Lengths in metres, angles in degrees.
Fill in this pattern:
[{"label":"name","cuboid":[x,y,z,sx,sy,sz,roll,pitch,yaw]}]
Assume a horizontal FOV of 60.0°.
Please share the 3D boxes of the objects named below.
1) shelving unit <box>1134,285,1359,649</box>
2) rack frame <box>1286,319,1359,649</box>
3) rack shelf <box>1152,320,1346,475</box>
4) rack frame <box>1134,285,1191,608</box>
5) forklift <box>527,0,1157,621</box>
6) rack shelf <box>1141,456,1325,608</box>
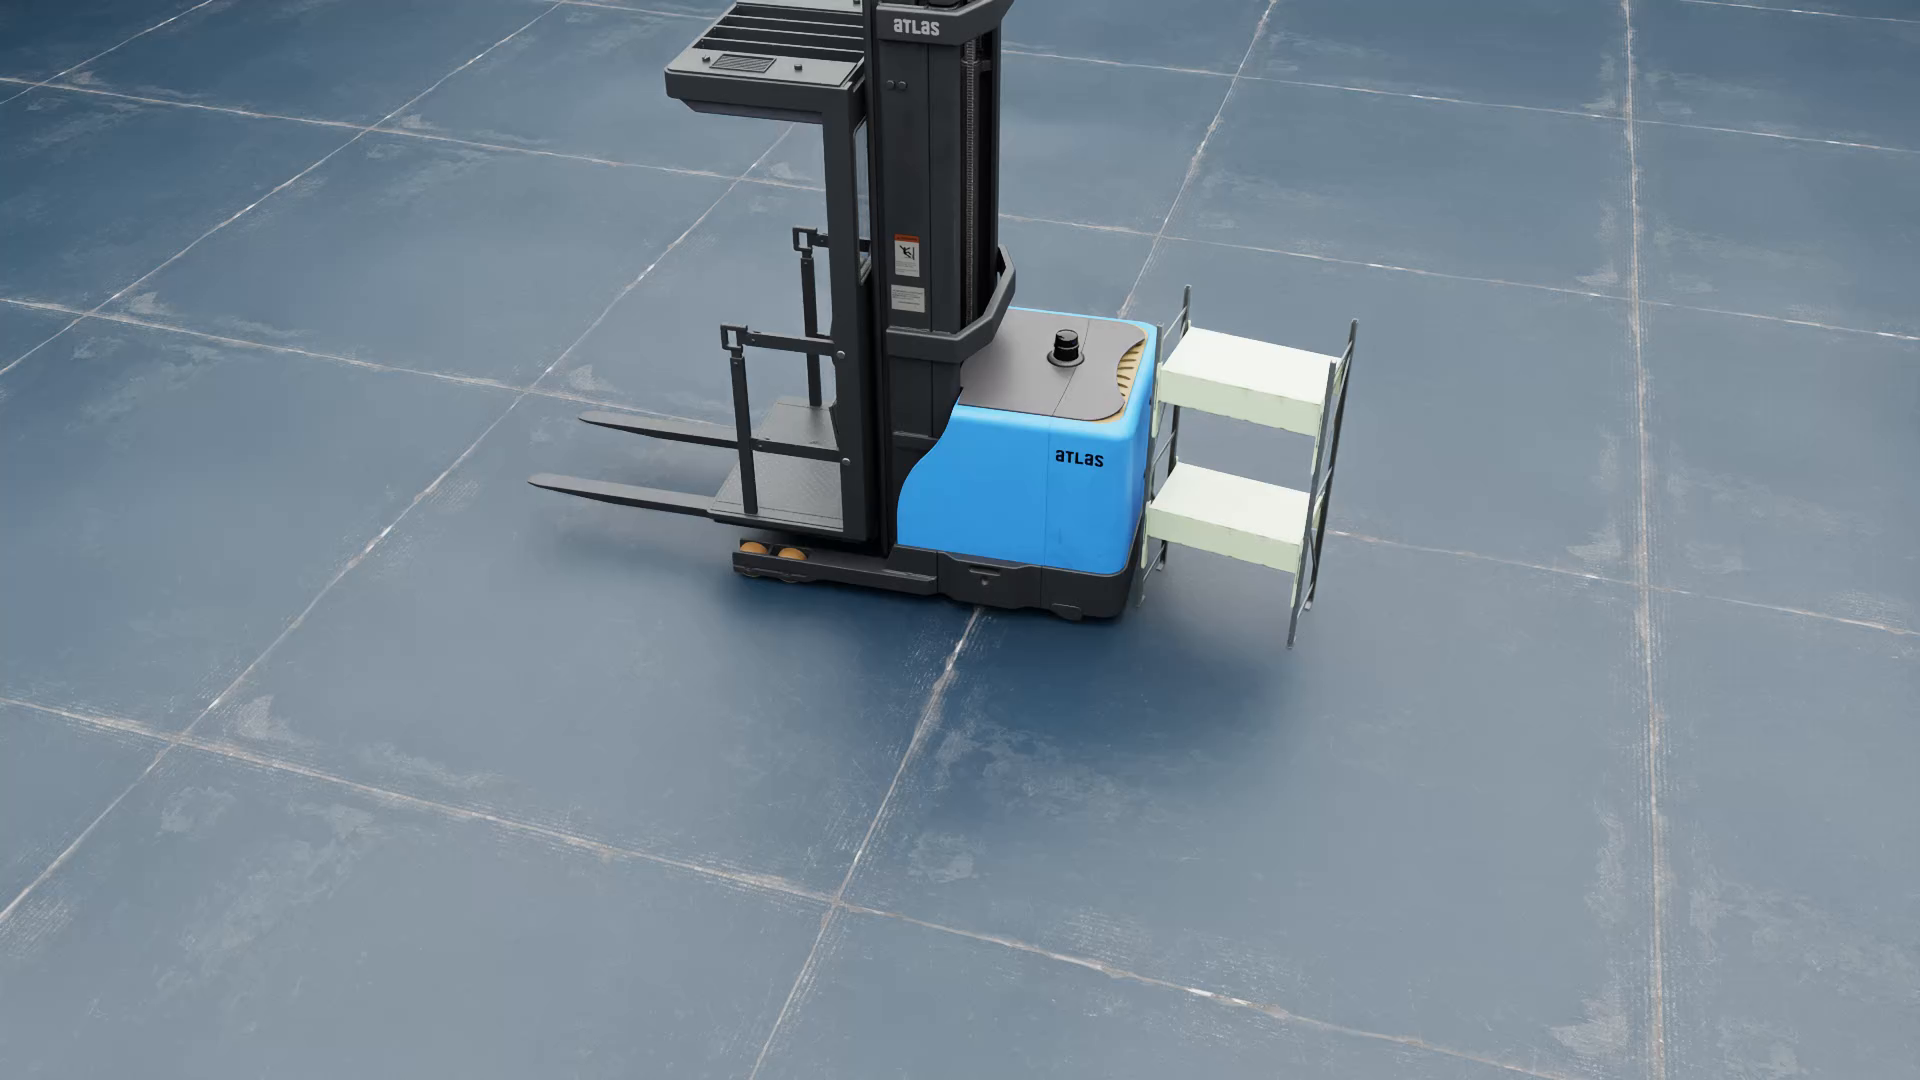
[{"label":"shelving unit","cuboid":[1.247,-0.306,7.400,0.755,1.500,0.431,15,39,19]},{"label":"rack frame","cuboid":[1.581,-0.217,7.279,0.023,1.500,0.400,15,39,19]},{"label":"rack shelf","cuboid":[1.247,-0.620,7.169,0.720,0.370,0.431,15,39,19]},{"label":"rack frame","cuboid":[0.914,-0.395,7.522,0.023,1.500,0.400,15,39,19]},{"label":"forklift","cuboid":[-0.606,-1.269,7.502,3.031,2.935,1.130,8,37,11]},{"label":"rack shelf","cuboid":[1.247,-0.043,7.594,0.720,0.370,0.431,15,39,19]}]
